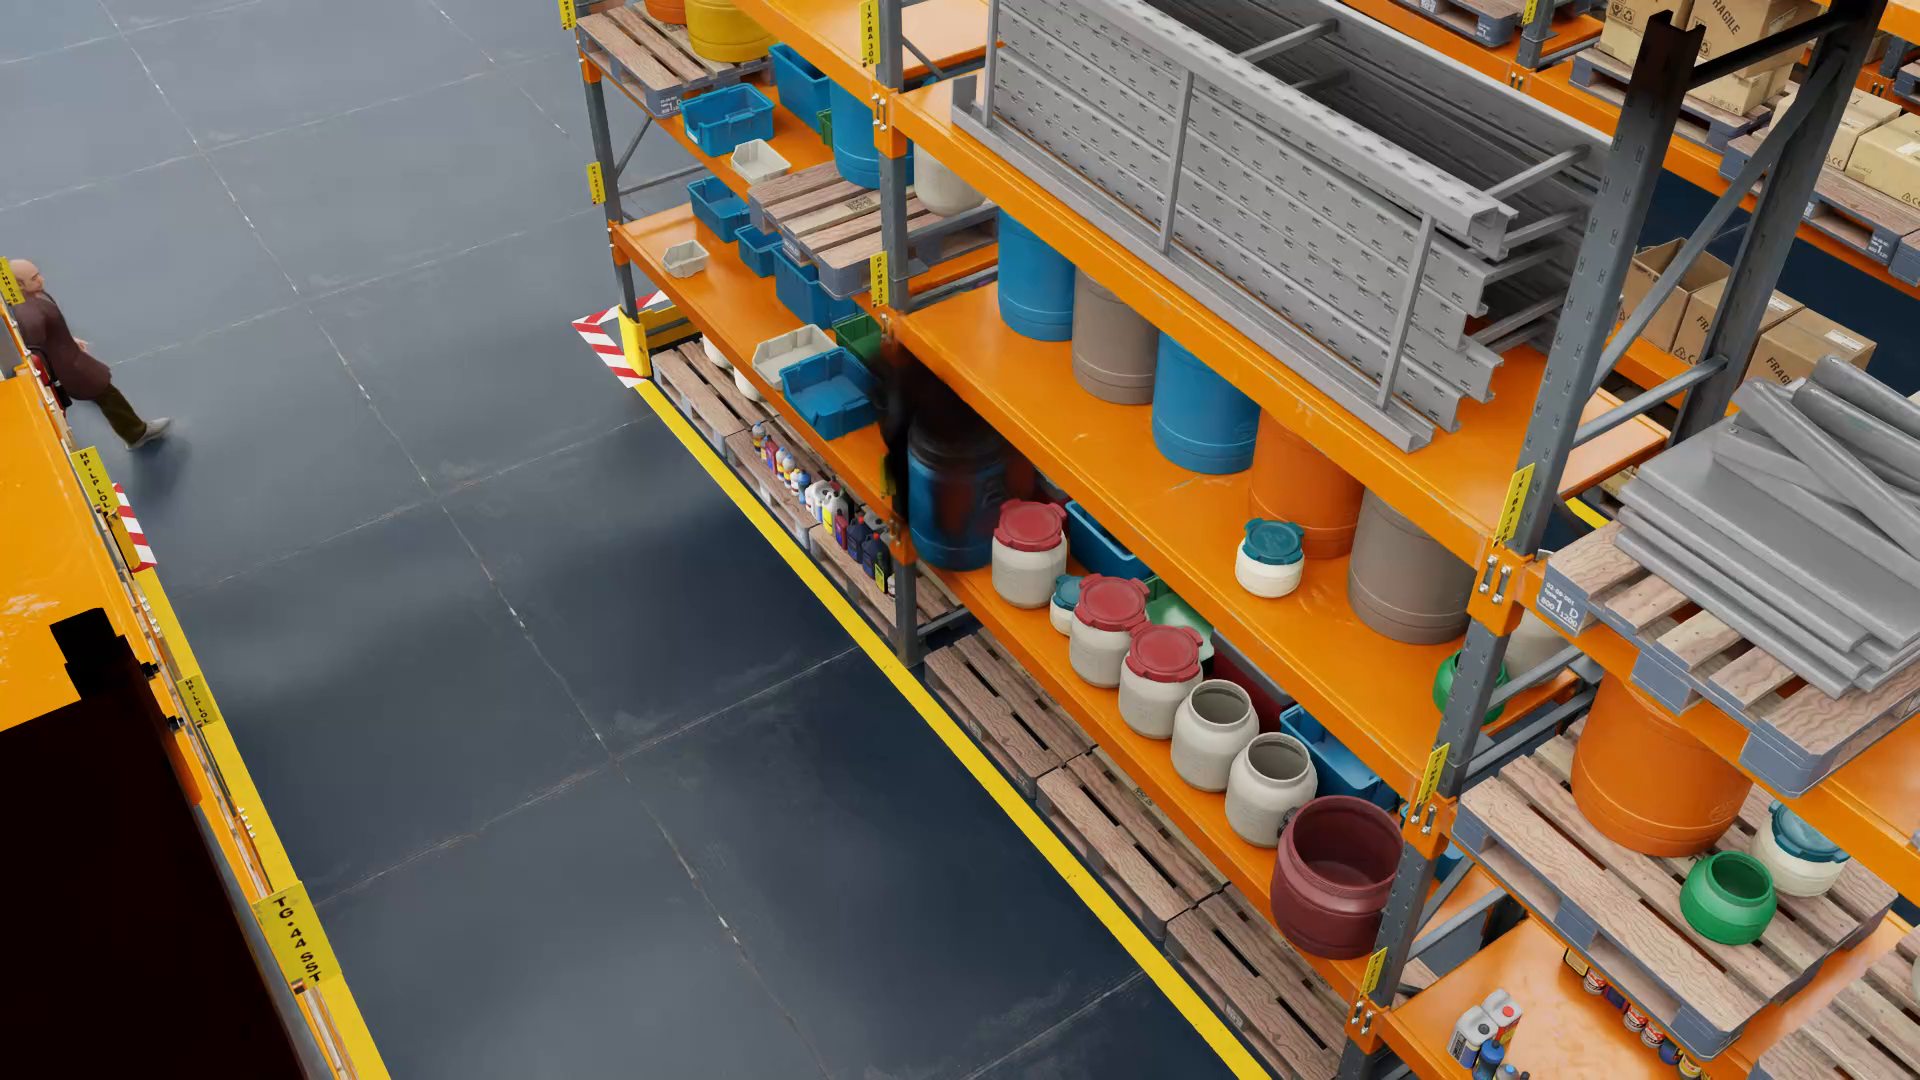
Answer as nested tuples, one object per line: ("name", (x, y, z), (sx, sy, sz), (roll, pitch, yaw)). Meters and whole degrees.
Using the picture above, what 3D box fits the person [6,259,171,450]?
("person", (-6.428, -1.234, 11.808), (0.517, 1.748, 1.103), (21, 46, 21))

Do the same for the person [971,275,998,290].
("person", (0.229, -1.636, 12.408), (0.344, 1.656, 0.494), (-9, 43, -10))
